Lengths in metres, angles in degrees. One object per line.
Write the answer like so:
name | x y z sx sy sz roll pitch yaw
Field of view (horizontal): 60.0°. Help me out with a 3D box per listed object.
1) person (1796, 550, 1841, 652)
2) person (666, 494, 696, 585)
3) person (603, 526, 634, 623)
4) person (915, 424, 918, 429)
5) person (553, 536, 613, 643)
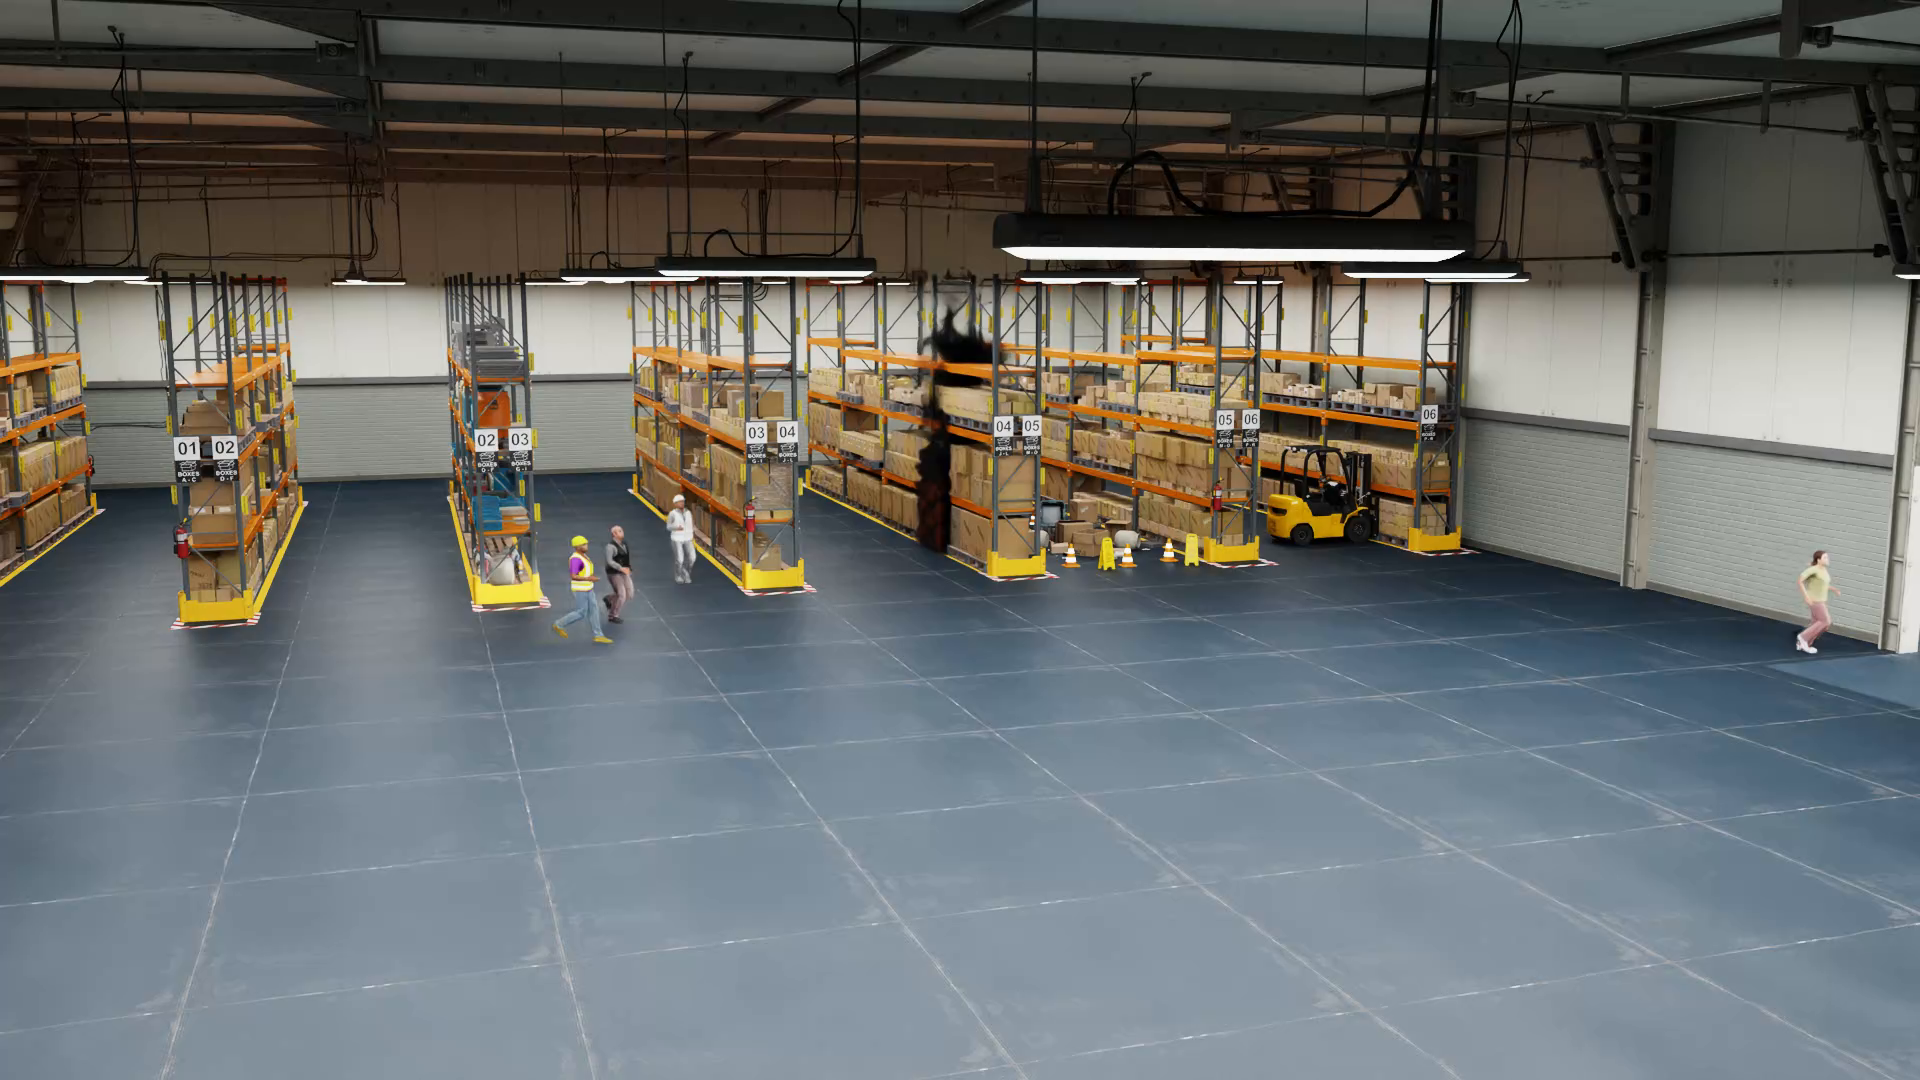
person | 13.534 0.974 26.195 0.569 1.637 0.535 -8 11 -41
person | -5.364 0.004 32.254 0.642 1.767 0.647 -5 10 -31
person | -5.902 0.586 28.697 0.646 1.685 0.679 3 9 17
person | -1.263 -2.755 50.868 0.682 1.691 0.576 -2 9 -11
person | -6.107 0.809 26.844 0.956 1.762 0.700 0 9 3
